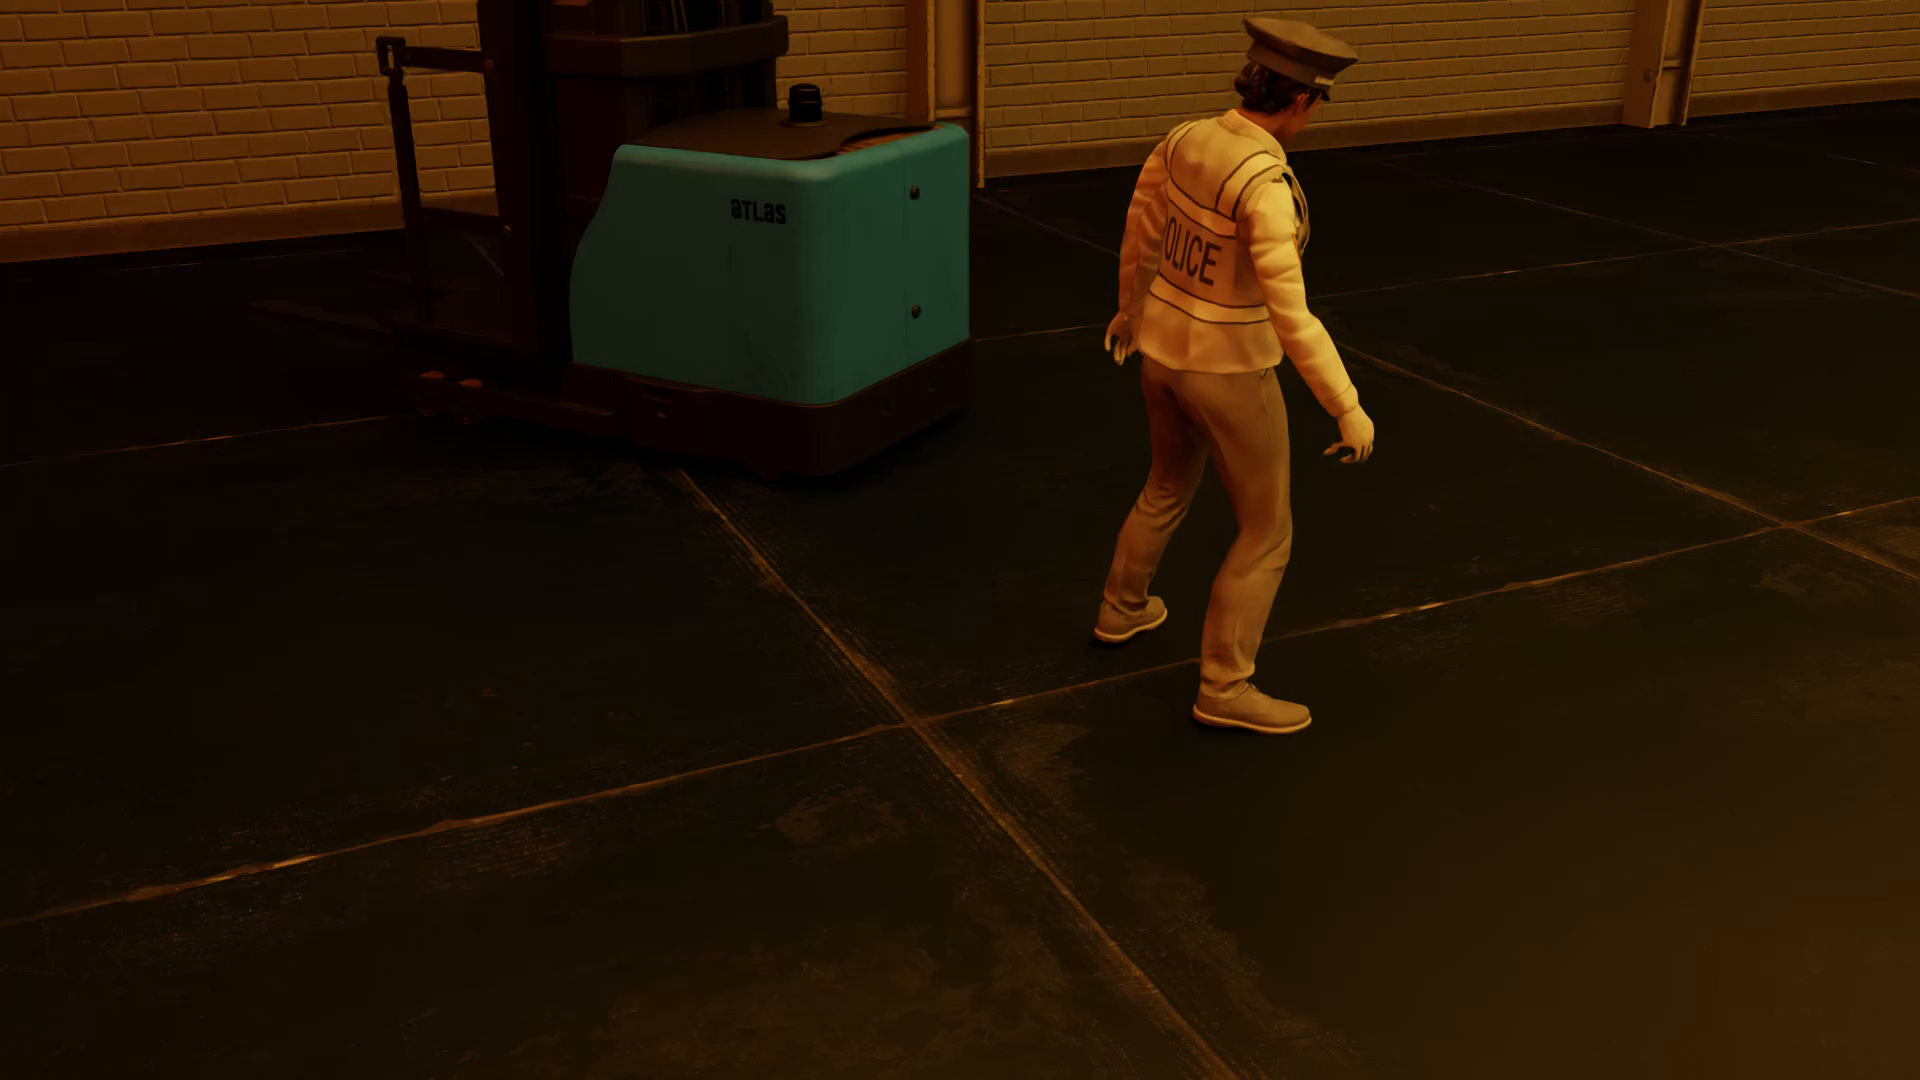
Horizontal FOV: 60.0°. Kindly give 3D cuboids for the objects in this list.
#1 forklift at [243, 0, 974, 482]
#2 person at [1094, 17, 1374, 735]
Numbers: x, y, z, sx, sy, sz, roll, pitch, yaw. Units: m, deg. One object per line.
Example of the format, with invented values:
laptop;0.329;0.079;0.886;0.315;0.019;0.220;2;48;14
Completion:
forklift;-1.484;-1.941;5.959;3.031;2.935;1.130;12;26;27
person;0.630;-0.396;3.952;0.388;1.633;0.838;-10;25;-23
